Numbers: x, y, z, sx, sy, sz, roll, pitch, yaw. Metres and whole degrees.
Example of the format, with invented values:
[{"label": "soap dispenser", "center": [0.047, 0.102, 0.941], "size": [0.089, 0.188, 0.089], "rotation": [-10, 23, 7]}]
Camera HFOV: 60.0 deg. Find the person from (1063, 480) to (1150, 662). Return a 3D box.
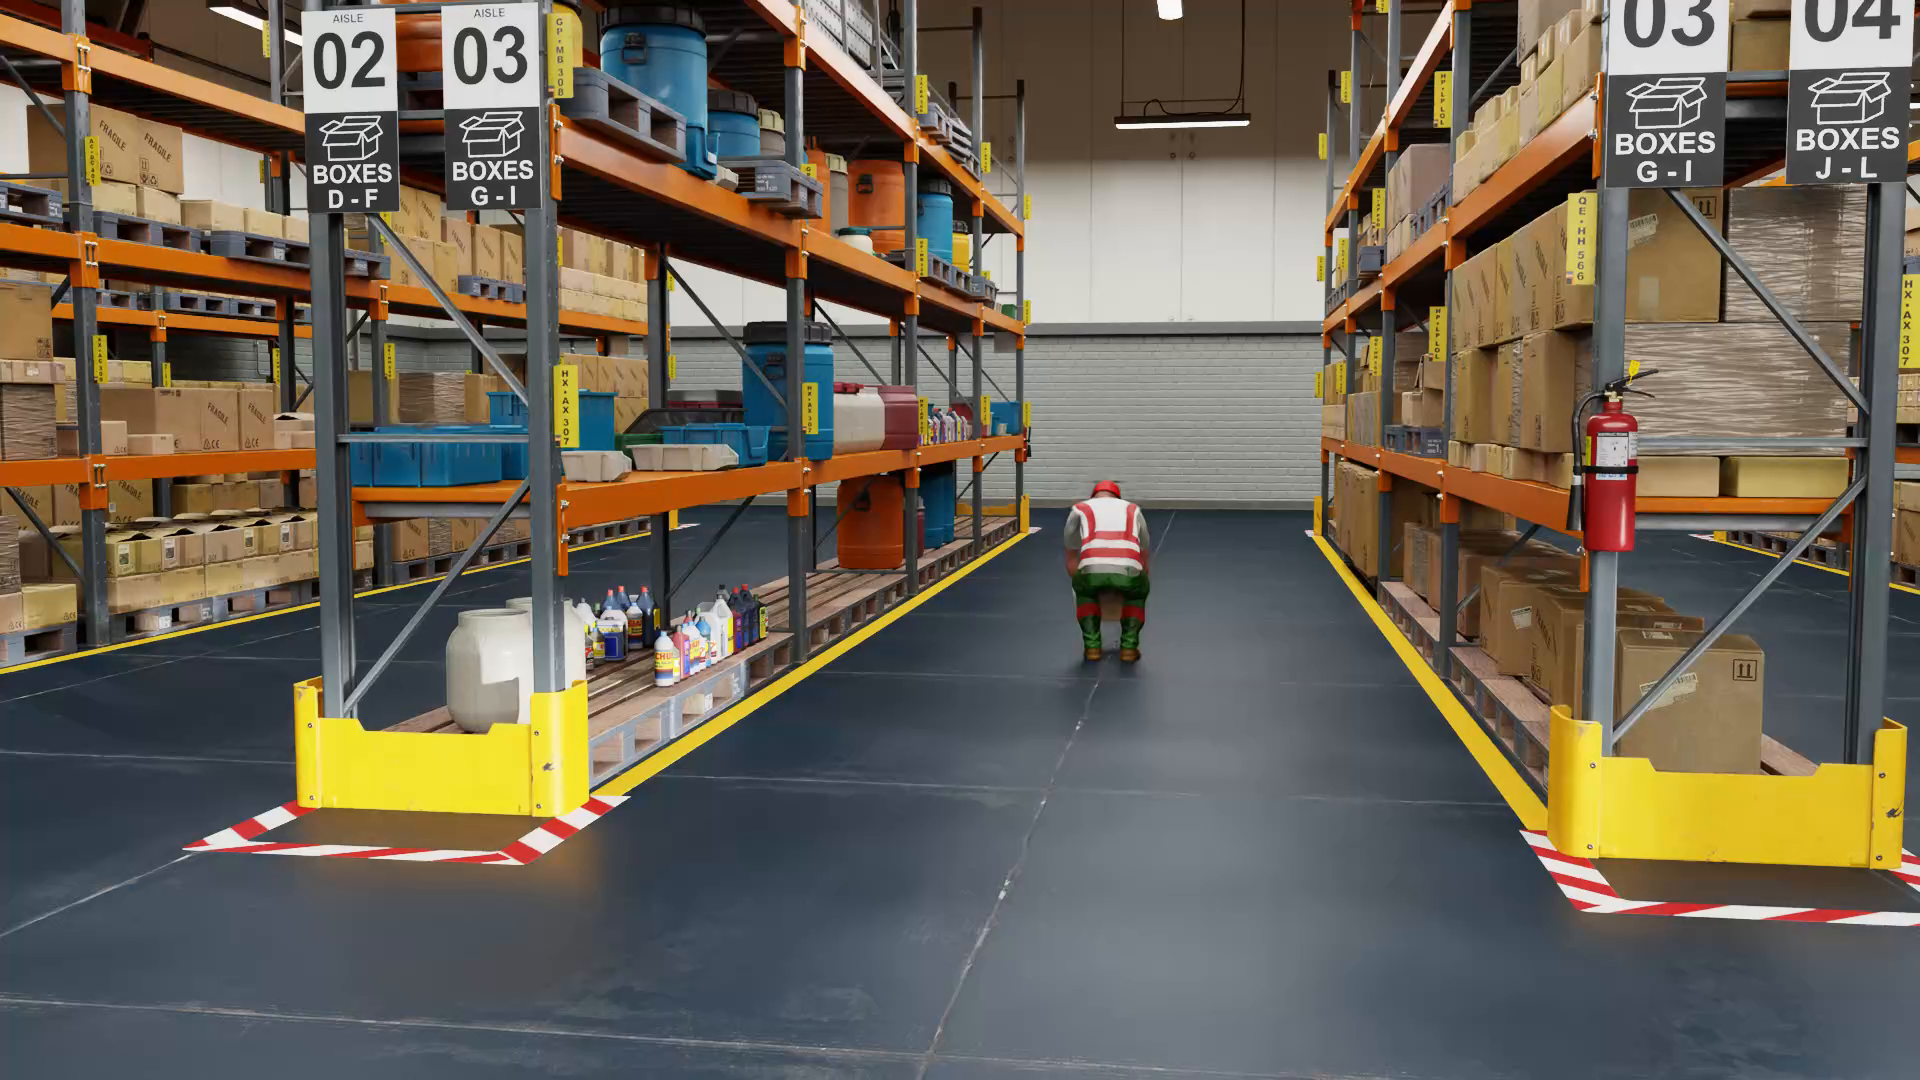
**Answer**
[{"label": "person", "center": [0.964, 0.195, 11.001], "size": [0.583, 1.161, 0.850], "rotation": [1, 4, 9]}]
